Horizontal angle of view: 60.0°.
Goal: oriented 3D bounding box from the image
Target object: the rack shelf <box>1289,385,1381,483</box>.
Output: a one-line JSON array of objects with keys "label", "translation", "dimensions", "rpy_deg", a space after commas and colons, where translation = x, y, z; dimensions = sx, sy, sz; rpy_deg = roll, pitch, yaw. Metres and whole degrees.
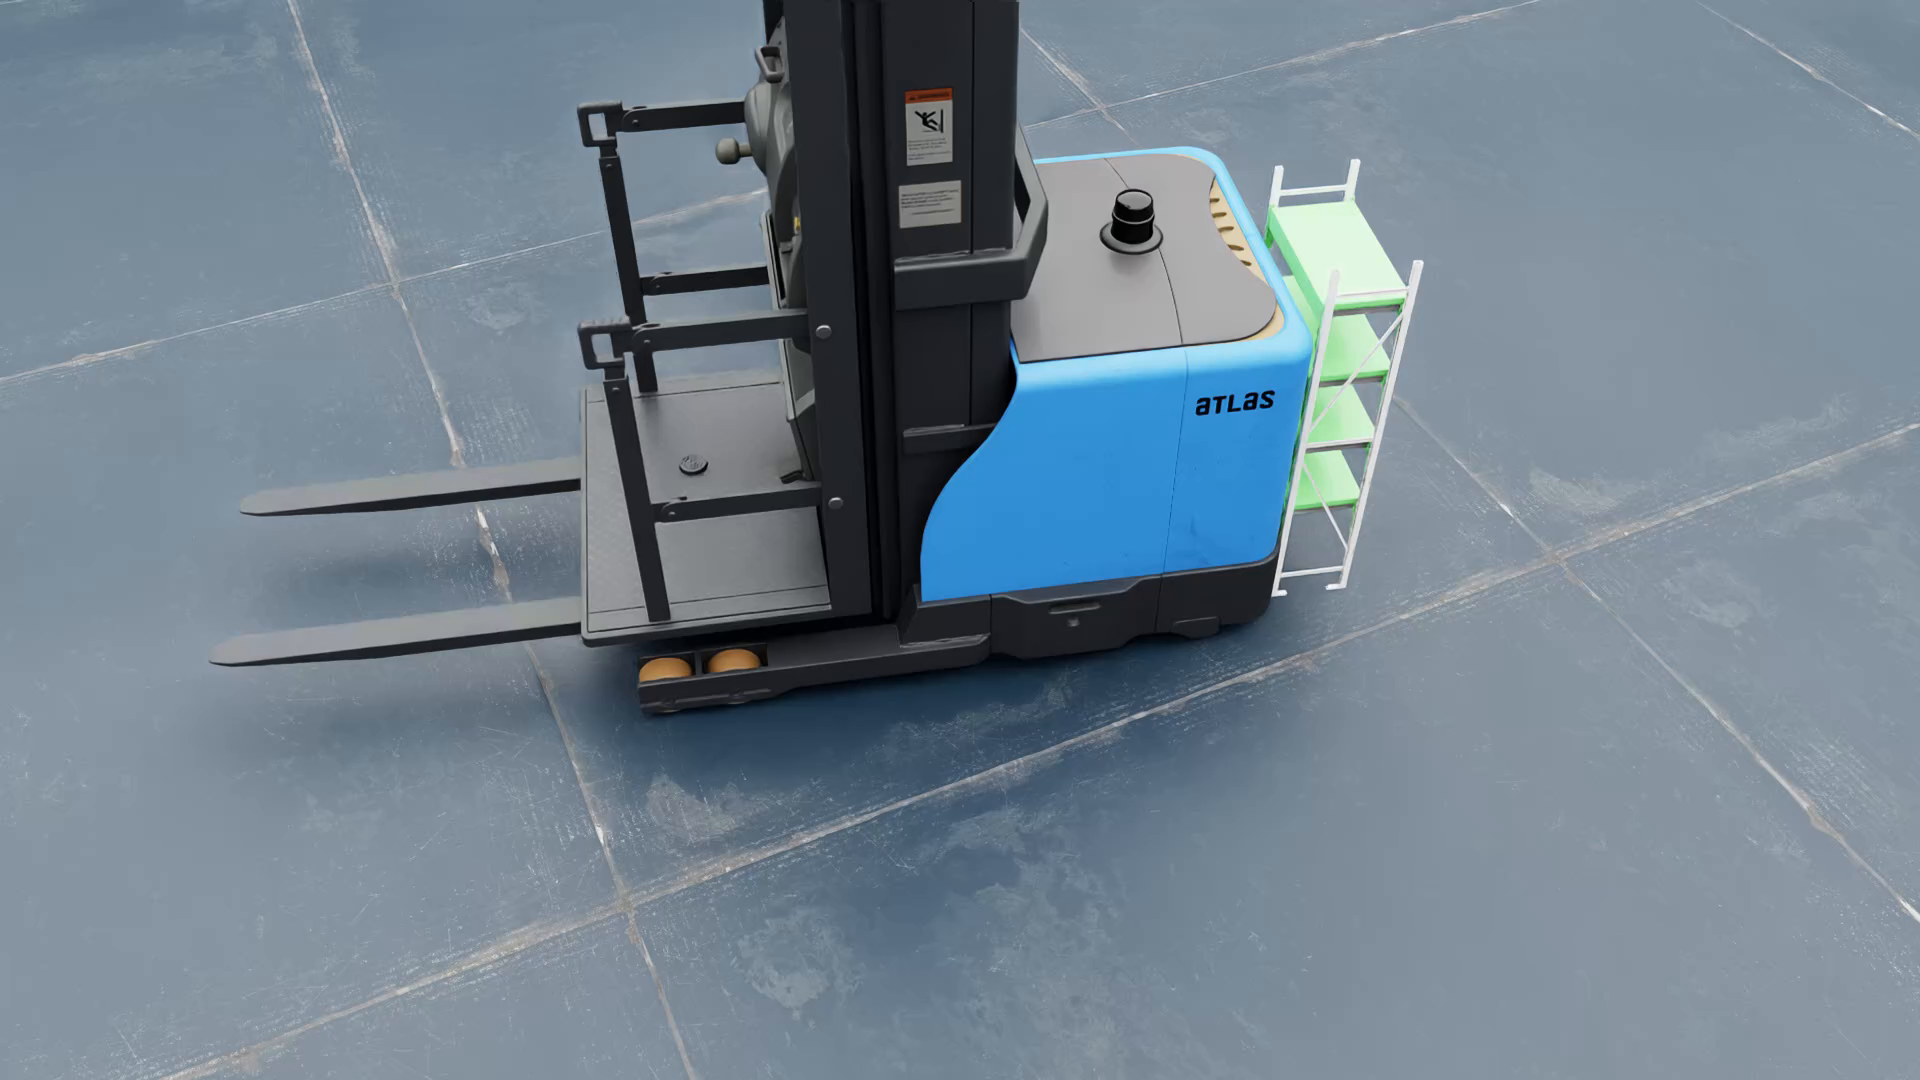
[{"label": "rack shelf", "translation": [1.025, -0.396, 4.887], "dimensions": [0.258, 0.148, 0.480], "rpy_deg": [-6, 45, -7]}]

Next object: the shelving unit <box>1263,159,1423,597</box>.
[{"label": "shelving unit", "translation": [1.025, -0.441, 4.842], "dimensions": [0.258, 1.200, 0.503], "rpy_deg": [-6, 45, -7]}]

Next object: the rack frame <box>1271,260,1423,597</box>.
[{"label": "rack frame", "translation": [1.065, -0.272, 4.671], "dimensions": [0.240, 1.200, 0.015], "rpy_deg": [-6, 45, -7]}]

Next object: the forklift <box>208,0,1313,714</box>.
[{"label": "forklift", "translation": [-0.637, -0.951, 4.127], "dimensions": [3.031, 2.935, 1.130], "rpy_deg": [-7, 45, -7]}]

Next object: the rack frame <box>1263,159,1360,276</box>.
[{"label": "rack frame", "translation": [0.985, -0.610, 5.013], "dimensions": [0.240, 1.200, 0.015], "rpy_deg": [-6, 45, -7]}]

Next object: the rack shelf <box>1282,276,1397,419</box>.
[{"label": "rack shelf", "translation": [1.026, -0.567, 4.718], "dimensions": [0.258, 0.148, 0.480], "rpy_deg": [-6, 45, -7]}]

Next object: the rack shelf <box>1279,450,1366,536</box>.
[{"label": "rack shelf", "translation": [1.024, -0.225, 5.055], "dimensions": [0.258, 0.148, 0.480], "rpy_deg": [-6, 45, -7]}]

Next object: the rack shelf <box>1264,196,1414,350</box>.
[{"label": "rack shelf", "translation": [1.027, -0.738, 4.550], "dimensions": [0.258, 0.148, 0.480], "rpy_deg": [-6, 45, -7]}]
